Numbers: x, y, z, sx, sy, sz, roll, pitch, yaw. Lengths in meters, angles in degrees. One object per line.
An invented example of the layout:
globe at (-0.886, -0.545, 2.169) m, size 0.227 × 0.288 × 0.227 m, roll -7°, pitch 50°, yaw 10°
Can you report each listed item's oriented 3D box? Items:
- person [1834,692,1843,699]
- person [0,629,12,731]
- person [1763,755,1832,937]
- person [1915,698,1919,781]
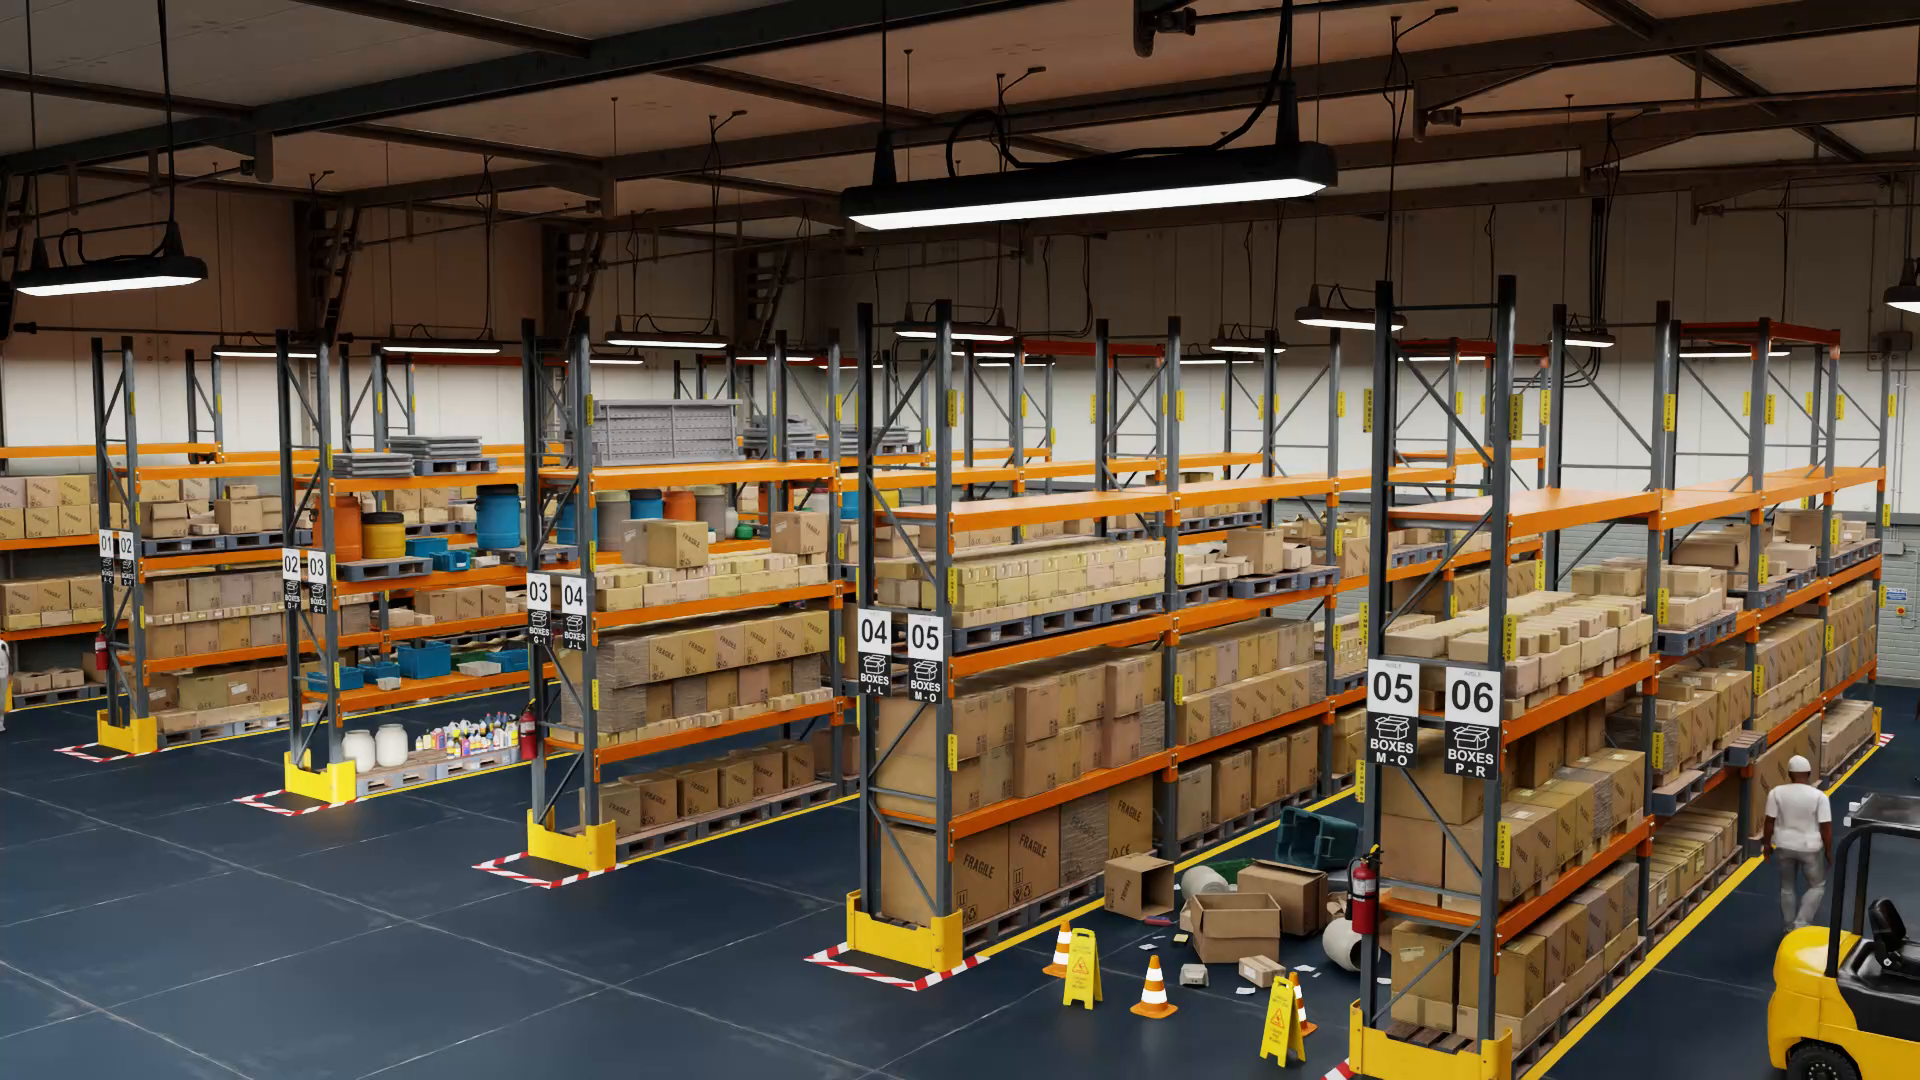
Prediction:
person at (14.354, 1.987, 27.465) m, size 0.488 × 1.636 × 0.453 m, roll 1°, pitch 5°, yaw 15°
person at (-14.771, 2.125, 25.426) m, size 0.434 × 1.687 × 0.508 m, roll 4°, pitch 7°, yaw 40°
person at (7.924, 2.924, 15.740) m, size 0.594 × 1.765 × 0.548 m, roll 4°, pitch 6°, yaw 37°
person at (13.114, 2.416, 22.257) m, size 0.518 × 1.660 × 0.595 m, roll 2°, pitch 5°, yaw 21°
